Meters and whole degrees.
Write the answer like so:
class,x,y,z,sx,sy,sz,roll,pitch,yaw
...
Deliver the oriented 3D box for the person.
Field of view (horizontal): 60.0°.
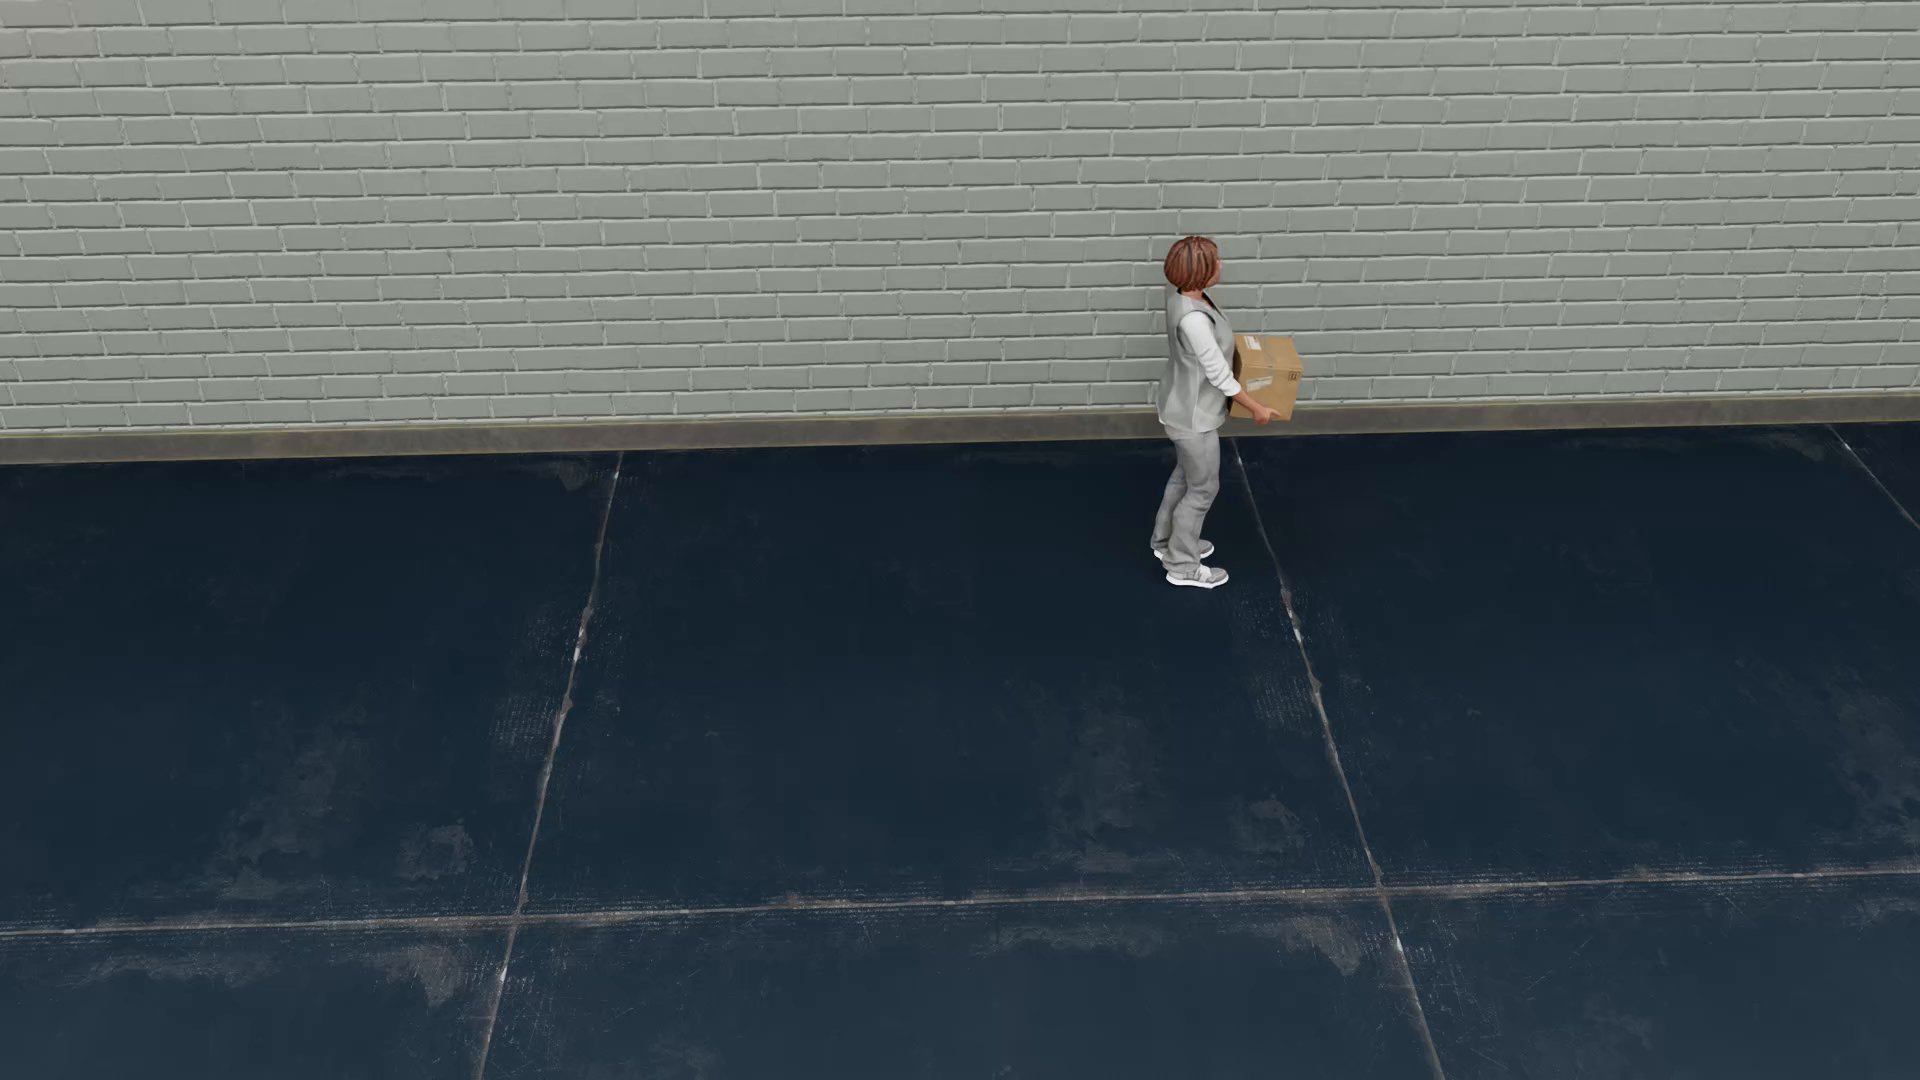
class,x,y,z,sx,sy,sz,roll,pitch,yaw
person,1.049,-0.521,6.885,0.497,1.590,0.405,-1,36,-1
